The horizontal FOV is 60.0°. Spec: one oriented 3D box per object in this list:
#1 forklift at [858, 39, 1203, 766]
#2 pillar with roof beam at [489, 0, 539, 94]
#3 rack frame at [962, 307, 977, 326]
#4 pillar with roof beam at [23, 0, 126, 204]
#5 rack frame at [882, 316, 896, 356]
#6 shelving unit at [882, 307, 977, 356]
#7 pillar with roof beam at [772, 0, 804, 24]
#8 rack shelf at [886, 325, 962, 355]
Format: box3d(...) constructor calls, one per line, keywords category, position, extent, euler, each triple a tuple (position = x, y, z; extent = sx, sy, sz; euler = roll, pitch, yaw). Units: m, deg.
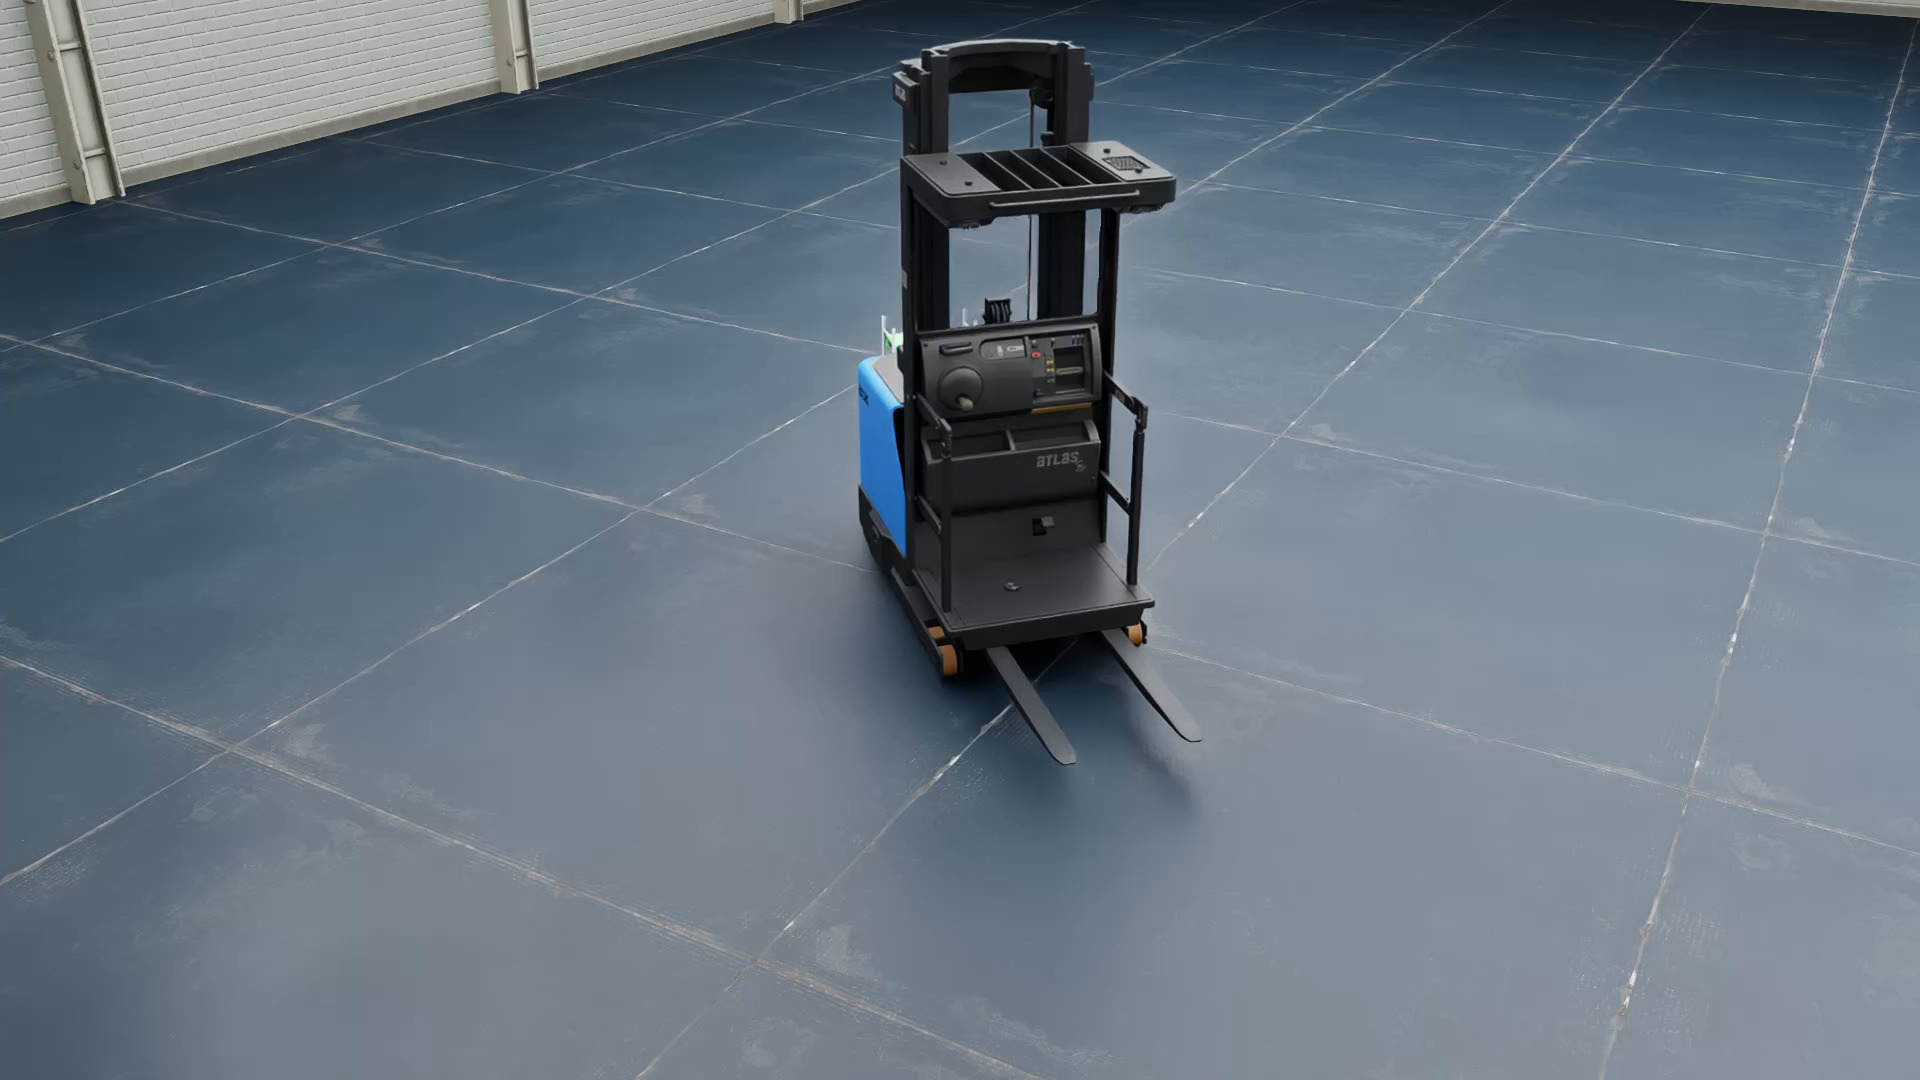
box3d(category="forklift", position=(0.326, -0.818, 8.110), extent=(1.130, 2.935, 3.031), euler=(-8, 28, -15))
box3d(category="pillar with roof beam", position=(-1.876, -8.822, 17.321), extent=(9.100, 9.000, 0.400), euler=(14, 30, 26))
box3d(category="rack frame", position=(0.053, -0.785, 9.977), extent=(0.015, 1.200, 0.240), euler=(-8, 28, -16))
box3d(category="pillar with roof beam", position=(-4.828, -6.484, 12.650), extent=(9.100, 9.000, 0.400), euler=(14, 30, 26))
box3d(category="rack frame", position=(-0.412, -0.718, 9.845), extent=(0.015, 1.200, 0.240), euler=(-8, 28, -16))
box3d(category="shelving unit", position=(-0.180, -0.751, 9.911), extent=(0.503, 1.200, 0.258), euler=(-8, 28, -16))
box3d(category="pillar with roof beam", position=(1.075, -11.160, 21.992), extent=(9.100, 9.000, 0.400), euler=(14, 30, 26))
box3d(category="rack shelf", position=(-0.180, -1.124, 9.725), extent=(0.480, 0.148, 0.258), euler=(-8, 28, -16))
